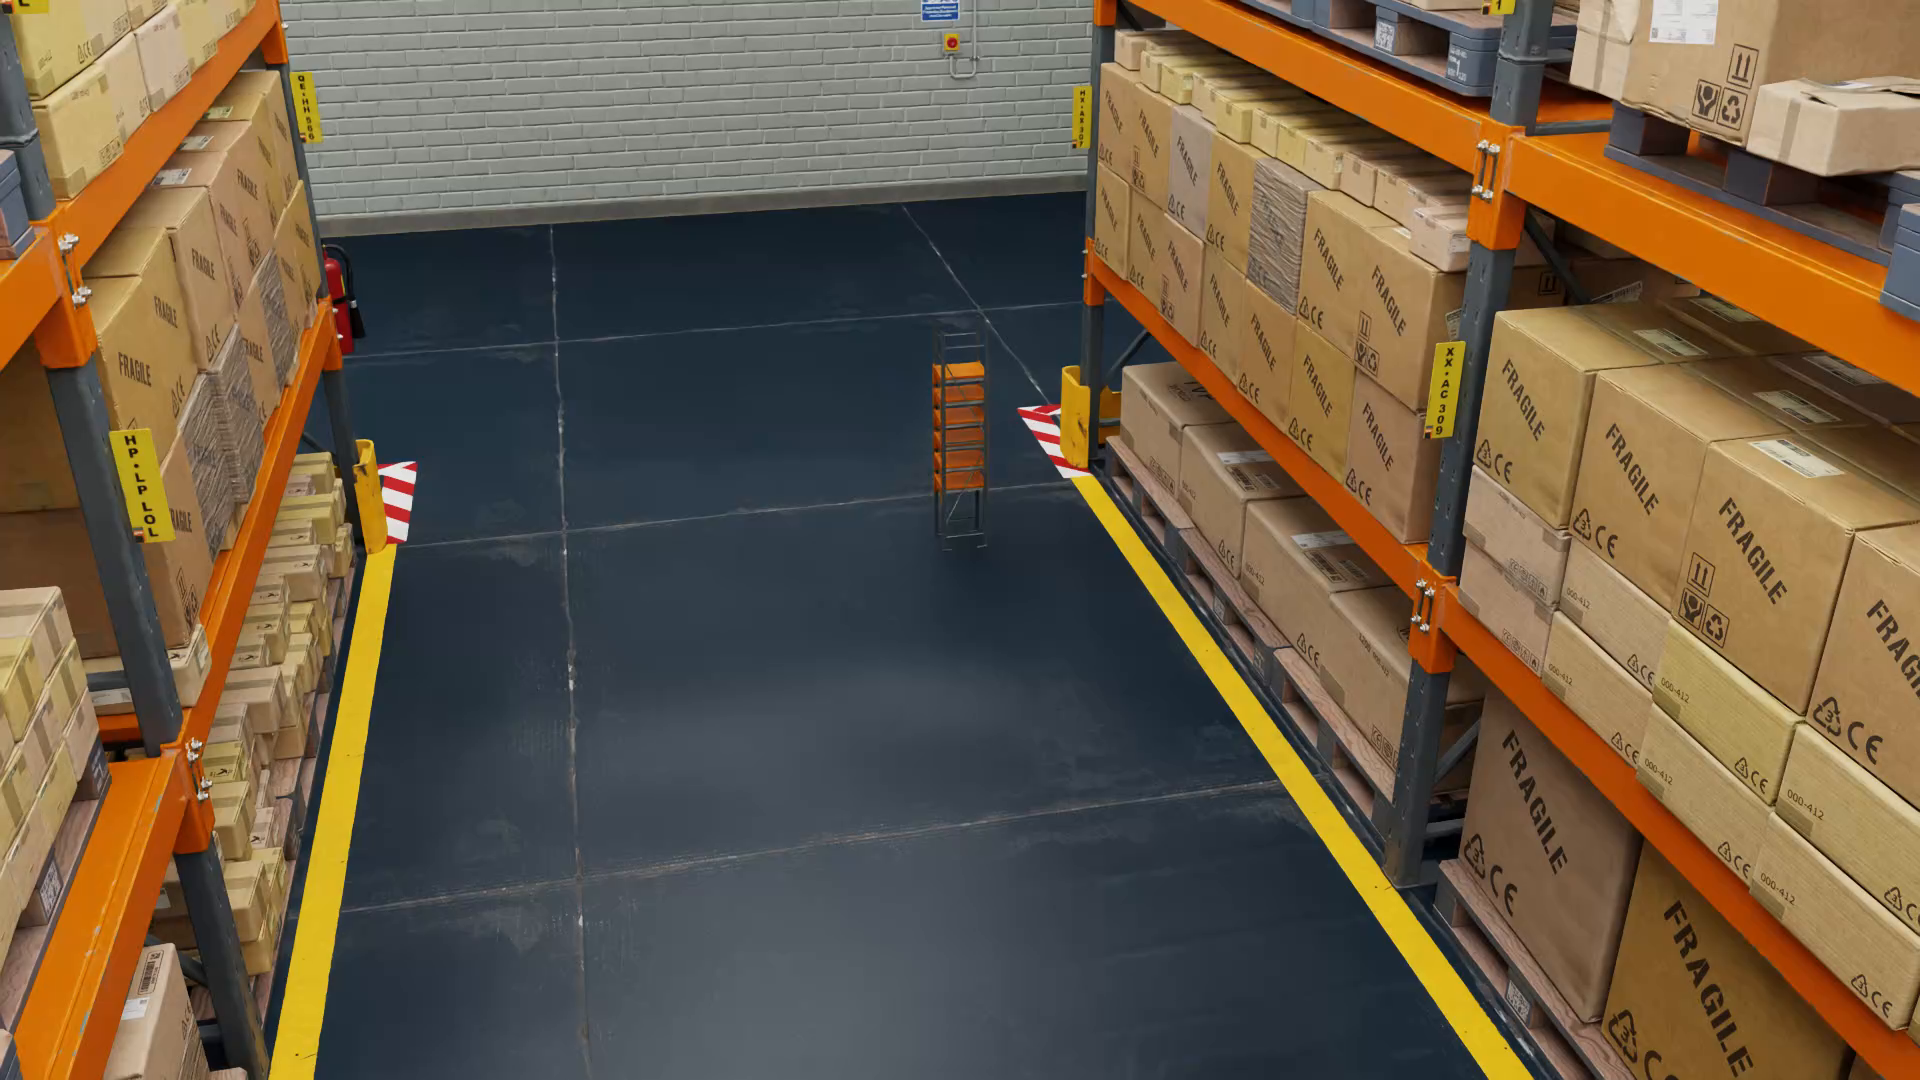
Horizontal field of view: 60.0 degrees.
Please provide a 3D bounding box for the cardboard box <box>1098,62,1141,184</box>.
[{"bbox_3d":[1.019,-2.120,8.402,0.500,0.500,0.500,-7,28,-13],"label":"cardboard box"}]

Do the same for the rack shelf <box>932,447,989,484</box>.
[{"bbox_3d":[0.003,-0.382,8.541,0.258,0.103,0.180,-6,27,-12],"label":"rack shelf"}]

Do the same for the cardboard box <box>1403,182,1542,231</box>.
[{"bbox_3d":[1.757,-1.123,5.706,0.380,0.149,0.250,-5,27,-10],"label":"cardboard box"}]

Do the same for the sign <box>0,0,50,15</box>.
[{"bbox_3d":[-2.170,-1.370,3.795,0.100,0.325,0.005,-6,27,-12],"label":"sign"}]

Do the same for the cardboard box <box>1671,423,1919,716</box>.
[{"bbox_3d":[2.161,0.059,4.083,0.500,0.500,0.500,-7,28,-13],"label":"cardboard box"}]

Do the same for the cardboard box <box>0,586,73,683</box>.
[{"bbox_3d":[-2.429,0.249,4.080,0.380,0.149,0.250,-5,27,-9],"label":"cardboard box"}]

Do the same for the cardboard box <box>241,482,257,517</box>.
[{"bbox_3d":[-2.799,-0.185,6.066,0.380,0.149,0.250,-5,27,-9],"label":"cardboard box"}]

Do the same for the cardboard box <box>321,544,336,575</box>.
[{"bbox_3d":[-3.095,0.061,7.668,0.380,0.149,0.250,-7,28,-14],"label":"cardboard box"}]

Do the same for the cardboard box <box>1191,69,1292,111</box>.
[{"bbox_3d":[1.262,-2.009,7.460,0.380,0.149,0.250,-6,27,-11],"label":"cardboard box"}]

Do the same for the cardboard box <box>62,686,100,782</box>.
[{"bbox_3d":[-2.427,0.513,4.218,0.380,0.149,0.250,-7,28,-13],"label":"cardboard box"}]

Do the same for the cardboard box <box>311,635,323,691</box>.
[{"bbox_3d":[-2.928,0.535,7.059,0.380,0.149,0.250,-5,27,-11],"label":"cardboard box"}]

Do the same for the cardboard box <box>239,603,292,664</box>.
[{"bbox_3d":[-2.913,0.393,6.681,0.380,0.149,0.250,-6,27,-11],"label":"cardboard box"}]

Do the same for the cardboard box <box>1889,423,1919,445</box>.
[{"bbox_3d":[2.654,0.017,4.166,0.500,0.500,0.500,-5,27,-10],"label":"cardboard box"}]

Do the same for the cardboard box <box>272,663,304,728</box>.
[{"bbox_3d":[-2.806,0.630,6.540,0.380,0.149,0.250,-6,27,-12],"label":"cardboard box"}]

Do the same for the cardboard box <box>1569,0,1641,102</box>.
[{"bbox_3d":[1.862,-1.325,4.399,0.396,0.266,0.258,-6,27,-12],"label":"cardboard box"}]

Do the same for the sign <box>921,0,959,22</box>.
[{"bbox_3d":[-0.166,-4.485,14.007,0.327,0.218,0.001,-6,27,-12],"label":"sign"}]

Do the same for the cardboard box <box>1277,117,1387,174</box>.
[{"bbox_3d":[1.484,-1.564,6.580,0.380,0.149,0.250,-7,28,-13],"label":"cardboard box"}]

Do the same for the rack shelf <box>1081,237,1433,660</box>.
[{"bbox_3d":[1.639,-0.670,7.547,1.077,0.370,4.000,-6,27,-12],"label":"rack shelf"}]

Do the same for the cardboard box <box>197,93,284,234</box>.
[{"bbox_3d":[-3.152,-1.548,6.937,0.500,0.500,0.500,-7,28,-13],"label":"cardboard box"}]

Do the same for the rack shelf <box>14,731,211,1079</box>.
[{"bbox_3d":[-2.259,1.633,2.984,1.077,0.370,4.000,-6,27,-12],"label":"rack shelf"}]

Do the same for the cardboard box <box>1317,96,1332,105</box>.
[{"bbox_3d":[1.806,-1.958,7.360,0.380,0.149,0.250,-5,27,-10],"label":"cardboard box"}]

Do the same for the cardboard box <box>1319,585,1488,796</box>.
[{"bbox_3d":[2.053,0.557,6.696,0.875,0.438,0.875,-6,27,-12],"label":"cardboard box"}]

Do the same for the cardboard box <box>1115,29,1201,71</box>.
[{"bbox_3d":[0.999,-2.466,8.366,0.380,0.149,0.250,-5,27,-11],"label":"cardboard box"}]

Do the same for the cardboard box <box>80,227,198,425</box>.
[{"bbox_3d":[-2.706,-0.639,5.136,0.500,0.500,0.500,-7,28,-13],"label":"cardboard box"}]

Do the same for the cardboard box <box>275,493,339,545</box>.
[{"bbox_3d":[-3.062,-0.079,7.615,0.380,0.149,0.250,-7,28,-13],"label":"cardboard box"}]

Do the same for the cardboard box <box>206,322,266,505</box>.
[{"bbox_3d":[-2.773,-0.428,5.828,0.500,0.500,0.500,-7,28,-13],"label":"cardboard box"}]

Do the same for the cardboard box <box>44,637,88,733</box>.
[{"bbox_3d":[-2.428,0.380,4.150,0.380,0.149,0.250,-5,27,-10],"label":"cardboard box"}]

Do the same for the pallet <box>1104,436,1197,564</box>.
[{"bbox_3d":[1.445,-0.281,9.073,1.003,0.211,1.213,-6,27,-12],"label":"pallet"}]

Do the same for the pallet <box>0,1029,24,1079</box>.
[{"bbox_3d":[-2.294,1.411,2.839,1.003,0.211,1.213,-6,27,-12],"label":"pallet"}]

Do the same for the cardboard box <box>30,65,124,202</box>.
[{"bbox_3d":[-2.557,-1.068,4.375,0.500,0.250,0.500,-5,27,-9],"label":"cardboard box"}]

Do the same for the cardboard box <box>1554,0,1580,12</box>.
[{"bbox_3d":[2.162,-2.009,5.383,0.500,0.500,0.500,-5,27,-11],"label":"cardboard box"}]

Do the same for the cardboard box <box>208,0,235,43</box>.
[{"bbox_3d":[-3.030,-1.979,6.180,0.500,0.250,0.500,-5,27,-9],"label":"cardboard box"}]

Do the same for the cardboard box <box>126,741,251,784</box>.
[{"bbox_3d":[-2.695,0.848,5.778,0.380,0.149,0.250,-6,27,-12],"label":"cardboard box"}]

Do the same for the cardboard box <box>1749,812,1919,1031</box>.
[{"bbox_3d":[2.254,0.848,3.908,0.500,0.250,0.500,-6,27,-12],"label":"cardboard box"}]

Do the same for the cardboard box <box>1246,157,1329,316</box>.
[{"bbox_3d":[1.484,-1.229,6.636,0.500,0.500,0.500,-6,27,-11],"label":"cardboard box"}]

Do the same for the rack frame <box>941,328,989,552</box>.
[{"bbox_3d":[0.024,-0.489,8.387,0.240,1.200,0.006,-6,27,-12],"label":"rack frame"}]

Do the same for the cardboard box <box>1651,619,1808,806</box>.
[{"bbox_3d":[2.147,0.403,4.235,0.500,0.250,0.500,-6,27,-11],"label":"cardboard box"}]

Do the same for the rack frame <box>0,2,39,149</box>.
[{"bbox_3d":[-2.710,-2.244,3.210,1.000,3.000,0.127,-6,27,-12],"label":"rack frame"}]

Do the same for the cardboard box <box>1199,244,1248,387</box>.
[{"bbox_3d":[1.384,-1.011,7.314,0.500,0.500,0.500,-5,27,-10],"label":"cardboard box"}]

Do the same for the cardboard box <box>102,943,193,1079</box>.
[{"bbox_3d":[-2.296,1.329,4.264,0.500,0.250,0.500,-7,28,-13],"label":"cardboard box"}]

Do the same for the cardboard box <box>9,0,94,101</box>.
[{"bbox_3d":[-2.585,-1.297,4.274,0.500,0.250,0.500,-5,27,-10],"label":"cardboard box"}]

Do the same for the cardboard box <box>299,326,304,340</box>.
[{"bbox_3d":[-3.243,-0.983,7.647,0.380,0.149,0.250,-6,27,-12],"label":"cardboard box"}]

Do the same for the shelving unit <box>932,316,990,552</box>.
[{"bbox_3d":[0.003,-0.529,8.467,0.258,1.200,0.189,-6,27,-12],"label":"shelving unit"}]

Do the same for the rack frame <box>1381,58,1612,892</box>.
[{"bbox_3d":[2.090,-0.113,5.645,1.000,3.000,0.127,-6,27,-12],"label":"rack frame"}]

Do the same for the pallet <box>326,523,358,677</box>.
[{"bbox_3d":[-3.446,0.316,7.889,1.003,0.211,1.213,-6,27,-12],"label":"pallet"}]

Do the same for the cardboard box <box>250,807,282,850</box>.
[{"bbox_3d":[-2.645,1.106,5.928,0.380,0.149,0.250,-6,27,-12],"label":"cardboard box"}]

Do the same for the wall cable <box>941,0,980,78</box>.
[{"bbox_3d":[-0.105,-4.810,13.788,0.585,1.953,0.123,-6,27,-12],"label":"wall cable"}]

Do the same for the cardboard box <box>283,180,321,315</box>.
[{"bbox_3d":[-3.259,-1.328,7.612,0.500,0.500,0.500,-5,27,-11],"label":"cardboard box"}]

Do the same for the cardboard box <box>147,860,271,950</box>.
[{"bbox_3d":[-2.480,1.195,5.422,0.380,0.149,0.250,-5,27,-9],"label":"cardboard box"}]

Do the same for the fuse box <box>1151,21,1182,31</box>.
[{"bbox_3d":[1.975,-3.916,14.610,0.539,1.711,0.414,-6,27,-12],"label":"fuse box"}]
